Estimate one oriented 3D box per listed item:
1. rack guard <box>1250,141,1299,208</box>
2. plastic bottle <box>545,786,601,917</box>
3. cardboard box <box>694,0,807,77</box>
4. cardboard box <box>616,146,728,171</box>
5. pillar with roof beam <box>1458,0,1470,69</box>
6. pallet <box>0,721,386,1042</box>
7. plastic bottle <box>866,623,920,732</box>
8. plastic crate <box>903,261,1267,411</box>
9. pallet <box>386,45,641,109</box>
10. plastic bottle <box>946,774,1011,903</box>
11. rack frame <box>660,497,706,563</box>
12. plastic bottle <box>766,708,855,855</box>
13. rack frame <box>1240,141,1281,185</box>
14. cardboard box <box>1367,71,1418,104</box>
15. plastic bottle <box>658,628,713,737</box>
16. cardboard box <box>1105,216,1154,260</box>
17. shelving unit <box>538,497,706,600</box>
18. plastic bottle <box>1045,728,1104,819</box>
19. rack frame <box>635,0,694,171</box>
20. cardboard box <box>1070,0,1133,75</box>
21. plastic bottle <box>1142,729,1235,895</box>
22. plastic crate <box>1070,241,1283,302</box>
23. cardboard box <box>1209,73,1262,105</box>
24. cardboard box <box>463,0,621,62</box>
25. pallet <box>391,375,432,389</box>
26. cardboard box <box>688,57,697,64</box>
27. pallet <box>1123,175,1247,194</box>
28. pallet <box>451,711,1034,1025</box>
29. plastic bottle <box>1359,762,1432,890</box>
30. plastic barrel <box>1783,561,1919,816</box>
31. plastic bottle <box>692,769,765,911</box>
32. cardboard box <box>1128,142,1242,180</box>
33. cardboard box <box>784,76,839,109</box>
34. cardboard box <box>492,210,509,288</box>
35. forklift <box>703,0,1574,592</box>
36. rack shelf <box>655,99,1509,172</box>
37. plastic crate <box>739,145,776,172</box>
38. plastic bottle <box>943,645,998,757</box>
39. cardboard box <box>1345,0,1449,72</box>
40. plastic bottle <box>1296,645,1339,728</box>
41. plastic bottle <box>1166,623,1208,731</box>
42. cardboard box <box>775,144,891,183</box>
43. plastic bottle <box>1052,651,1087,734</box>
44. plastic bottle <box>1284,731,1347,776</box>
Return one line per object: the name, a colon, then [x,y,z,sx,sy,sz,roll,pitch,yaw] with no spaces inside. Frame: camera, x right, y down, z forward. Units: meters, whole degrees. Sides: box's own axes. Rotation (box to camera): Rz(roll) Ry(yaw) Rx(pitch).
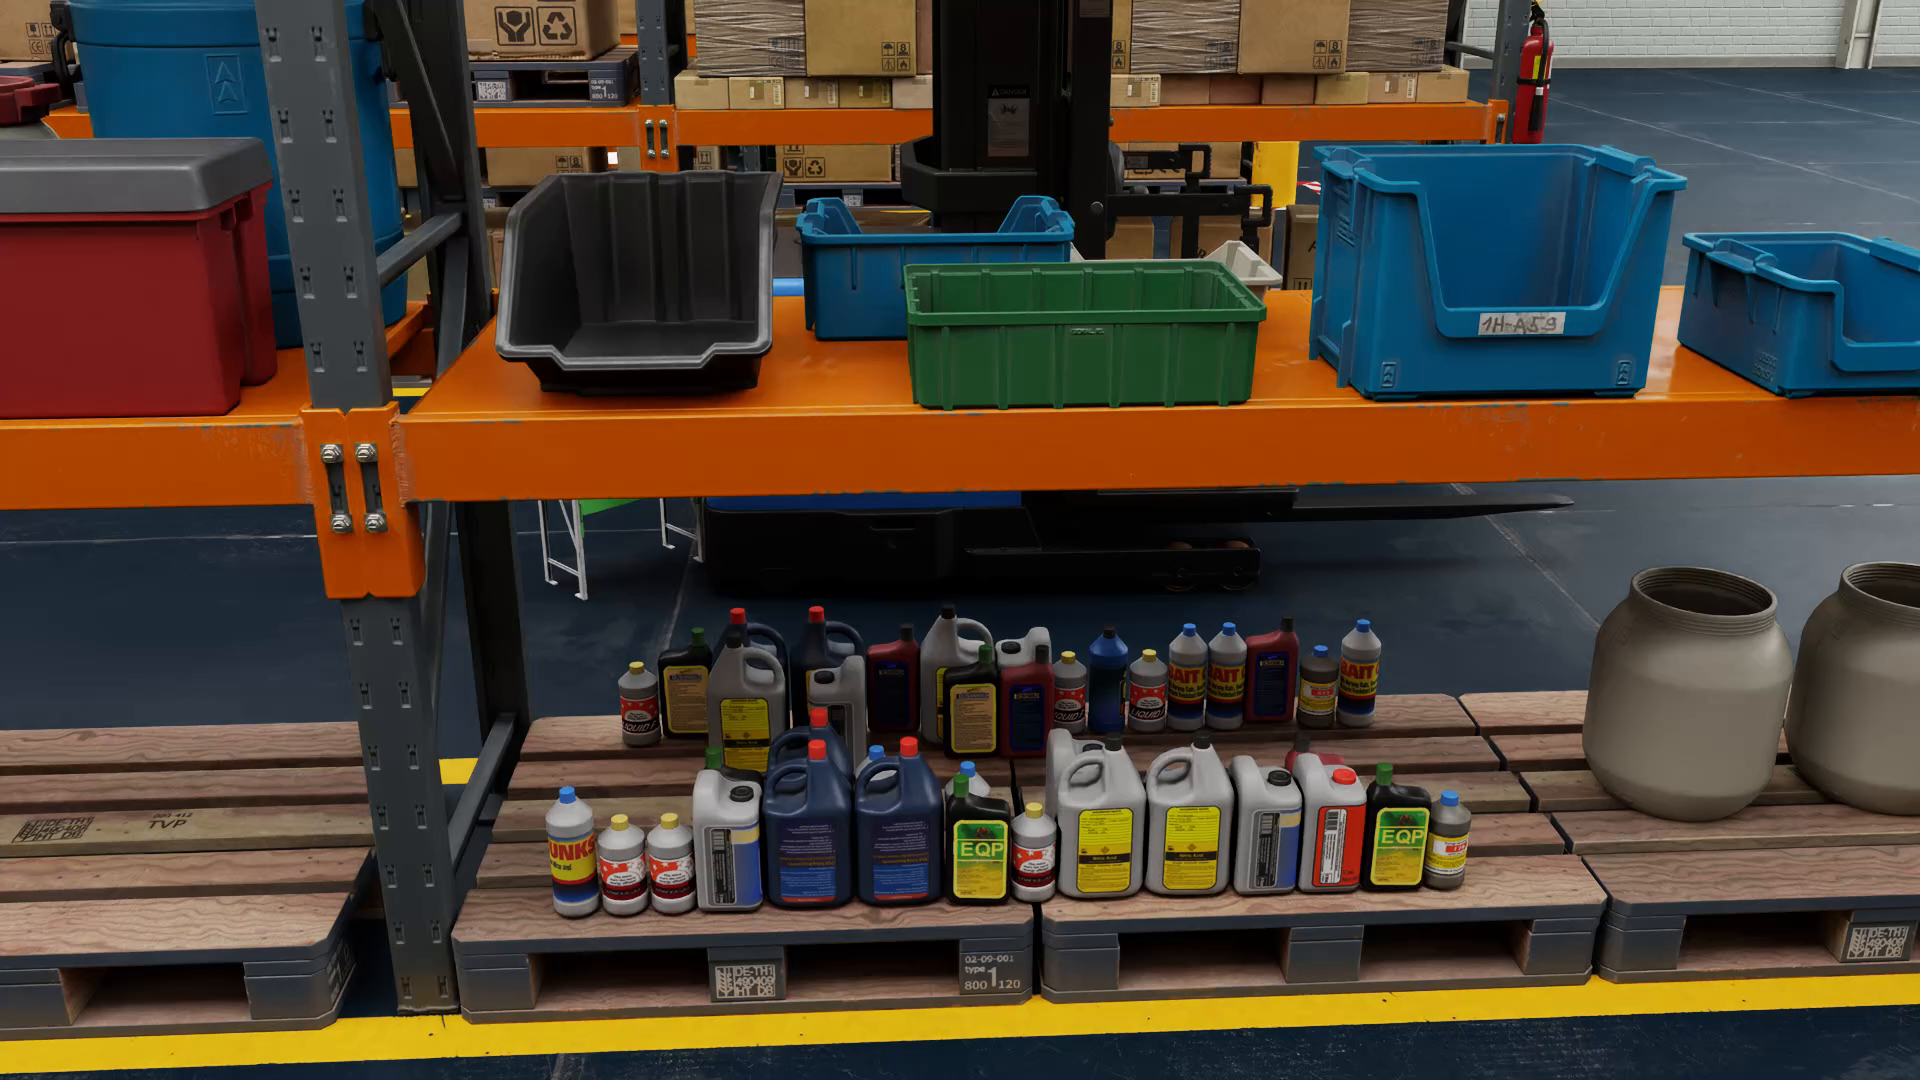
rack guard: [2.406,-3.018,13.345,0.348,0.500,1.175,-1,21,-3]
plastic bottle: [-0.804,0.638,3.446,0.097,0.271,0.097,0,21,0]
cardboard box: [-0.977,-2.513,7.948,0.500,0.500,0.875,-1,21,-3]
cardboard box: [-2.226,-3.205,12.894,0.750,0.750,1.050,-1,21,-3]
pillar with roof beam: [7.201,-9.407,18.183,0.400,9.000,9.100,-1,21,-3]
pallet: [-1.929,0.752,3.849,1.213,0.211,1.003,-1,21,-3]
plastic bottle: [-0.168,0.345,4.197,0.133,0.283,0.061,0,21,1]
plastic crate: [0.225,-0.409,3.278,0.662,0.188,0.450,-1,21,-3]
pallet: [-2.201,-2.287,8.182,1.213,0.211,1.003,-1,21,-3]
plastic bottle: [0.038,0.622,3.472,0.133,0.283,0.061,0,21,-1]
rack frame: [-0.994,-0.512,5.778,0.015,1.200,0.240,-19,28,-41]
plastic bottle: [-0.325,0.531,3.615,0.185,0.351,0.144,-1,21,-3]
rack frame: [2.382,-4.186,12.899,0.127,3.000,1.000,-1,21,-3]
cardboard box: [2.042,-2.220,8.090,0.250,0.149,0.380,-1,21,-3]
plastic bottle: [-0.685,0.356,4.170,0.133,0.283,0.061,0,21,0]
cardboard box: [0.719,-1.413,8.539,0.500,0.500,0.500,1,21,2]
shelving unit: [-1.168,-0.451,5.618,0.503,1.200,0.258,-19,28,-41]
plastic bottle: [0.262,0.553,3.663,0.135,0.276,0.152,-1,21,-3]
rack frame: [-1.430,-2.340,8.052,0.127,3.000,1.000,-1,21,-3]
cardboard box: [0.519,-2.552,8.051,0.500,0.500,0.875,-1,21,-3]
plastic bottle: [0.481,0.566,3.523,0.185,0.351,0.144,0,21,-1]
plastic crate: [0.460,-0.581,3.801,0.437,0.136,0.530,-1,21,-3]
cardboard box: [1.292,-2.207,8.055,0.250,0.149,0.380,-1,21,-3]
cardboard box: [-2.231,-2.851,7.959,1.000,1.000,1.000,-1,21,-3]
pallet: [-2.207,-1.021,8.506,1.213,0.211,1.003,-1,21,-3]
cardboard box: [-3.578,-6.683,22.205,0.625,0.625,0.875,-1,21,-4]
pallet: [1.588,-2.838,13.280,1.213,0.211,1.003,-1,21,-3]
pallet: [-0.474,0.723,3.924,1.213,0.211,1.003,-1,21,-3]
plastic bottle: [0.923,0.604,3.519,0.133,0.283,0.061,-1,21,-2]
plastic barrel: [2.194,0.345,3.906,0.421,0.512,0.421,0,21,0]
plastic bottle: [-0.482,0.619,3.488,0.135,0.276,0.152,0,21,-1]
cardboard box: [1.708,-3.352,13.105,0.875,0.875,0.875,-1,21,-3]
cardboard box: [-0.699,-2.136,7.868,0.250,0.149,0.380,-1,21,-3]
cardboard box: [-2.044,-1.373,8.406,0.500,0.500,0.700,-3,21,-7]
forklift: [0.629,-1.382,5.630,3.031,2.935,1.130,-1,21,-3]
rack shelf: [0.567,-2.045,8.287,4.000,0.370,1.077,-1,21,-3]
plastic crate: [-1.513,-3.286,14.407,0.662,0.188,0.450,10,33,25]
plastic bottle: [0.025,0.393,4.073,0.133,0.283,0.061,-1,21,-3]
cardboard box: [2.013,-2.606,8.191,0.500,0.500,0.875,-1,21,-3]
plastic bottle: [0.915,0.368,4.253,0.097,0.201,0.097,0,21,0]
plastic bottle: [0.577,0.342,4.222,0.097,0.271,0.097,0,21,0]
cardboard box: [-0.980,-3.296,12.957,0.875,0.875,0.875,-1,21,-2]
plastic bottle: [0.273,0.381,4.218,0.097,0.201,0.097,0,21,0]
plastic bottle: [0.778,0.552,3.654,0.133,0.283,0.061,-1,21,-3]
